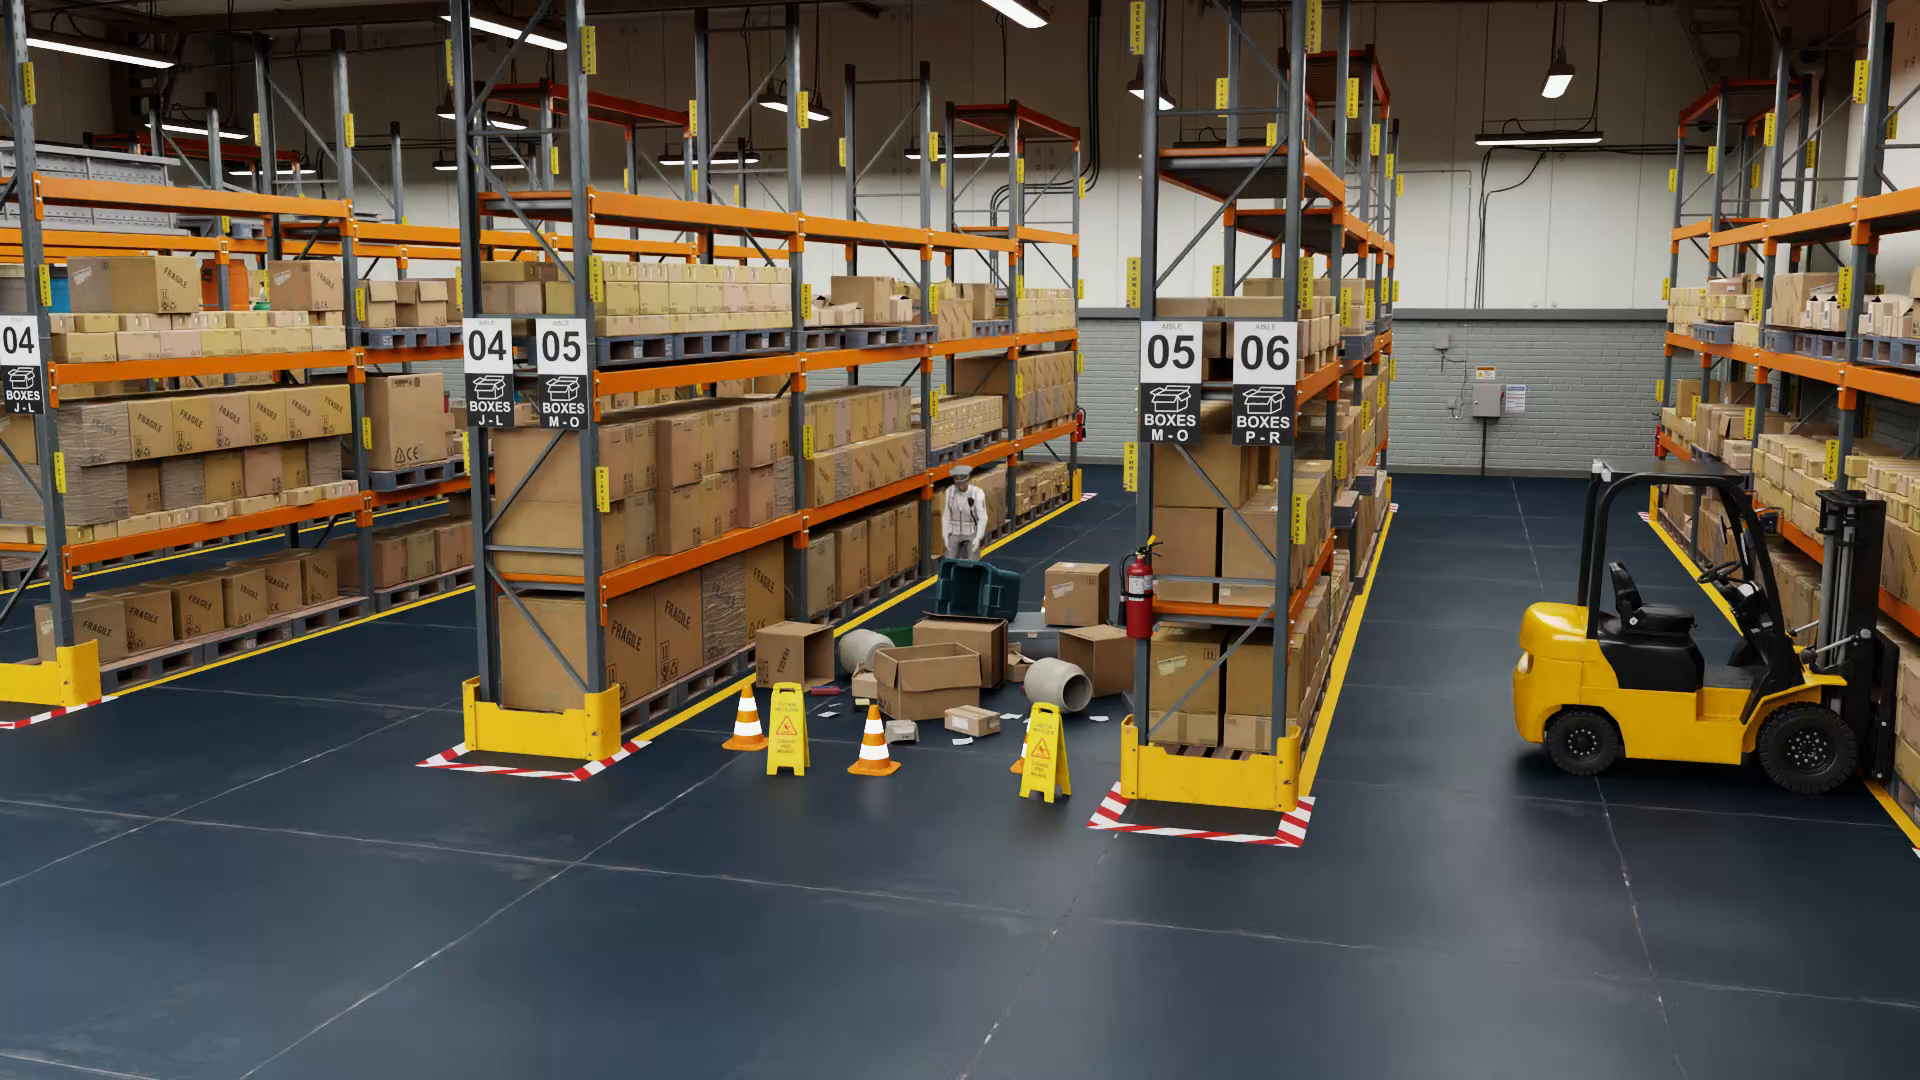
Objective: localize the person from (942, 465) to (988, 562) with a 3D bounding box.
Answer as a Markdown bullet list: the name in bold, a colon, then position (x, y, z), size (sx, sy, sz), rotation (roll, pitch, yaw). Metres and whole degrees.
- **person**: position (0.049, -0.023, 17.835), size (0.516, 1.576, 0.526), rotation (3, 9, 17)
